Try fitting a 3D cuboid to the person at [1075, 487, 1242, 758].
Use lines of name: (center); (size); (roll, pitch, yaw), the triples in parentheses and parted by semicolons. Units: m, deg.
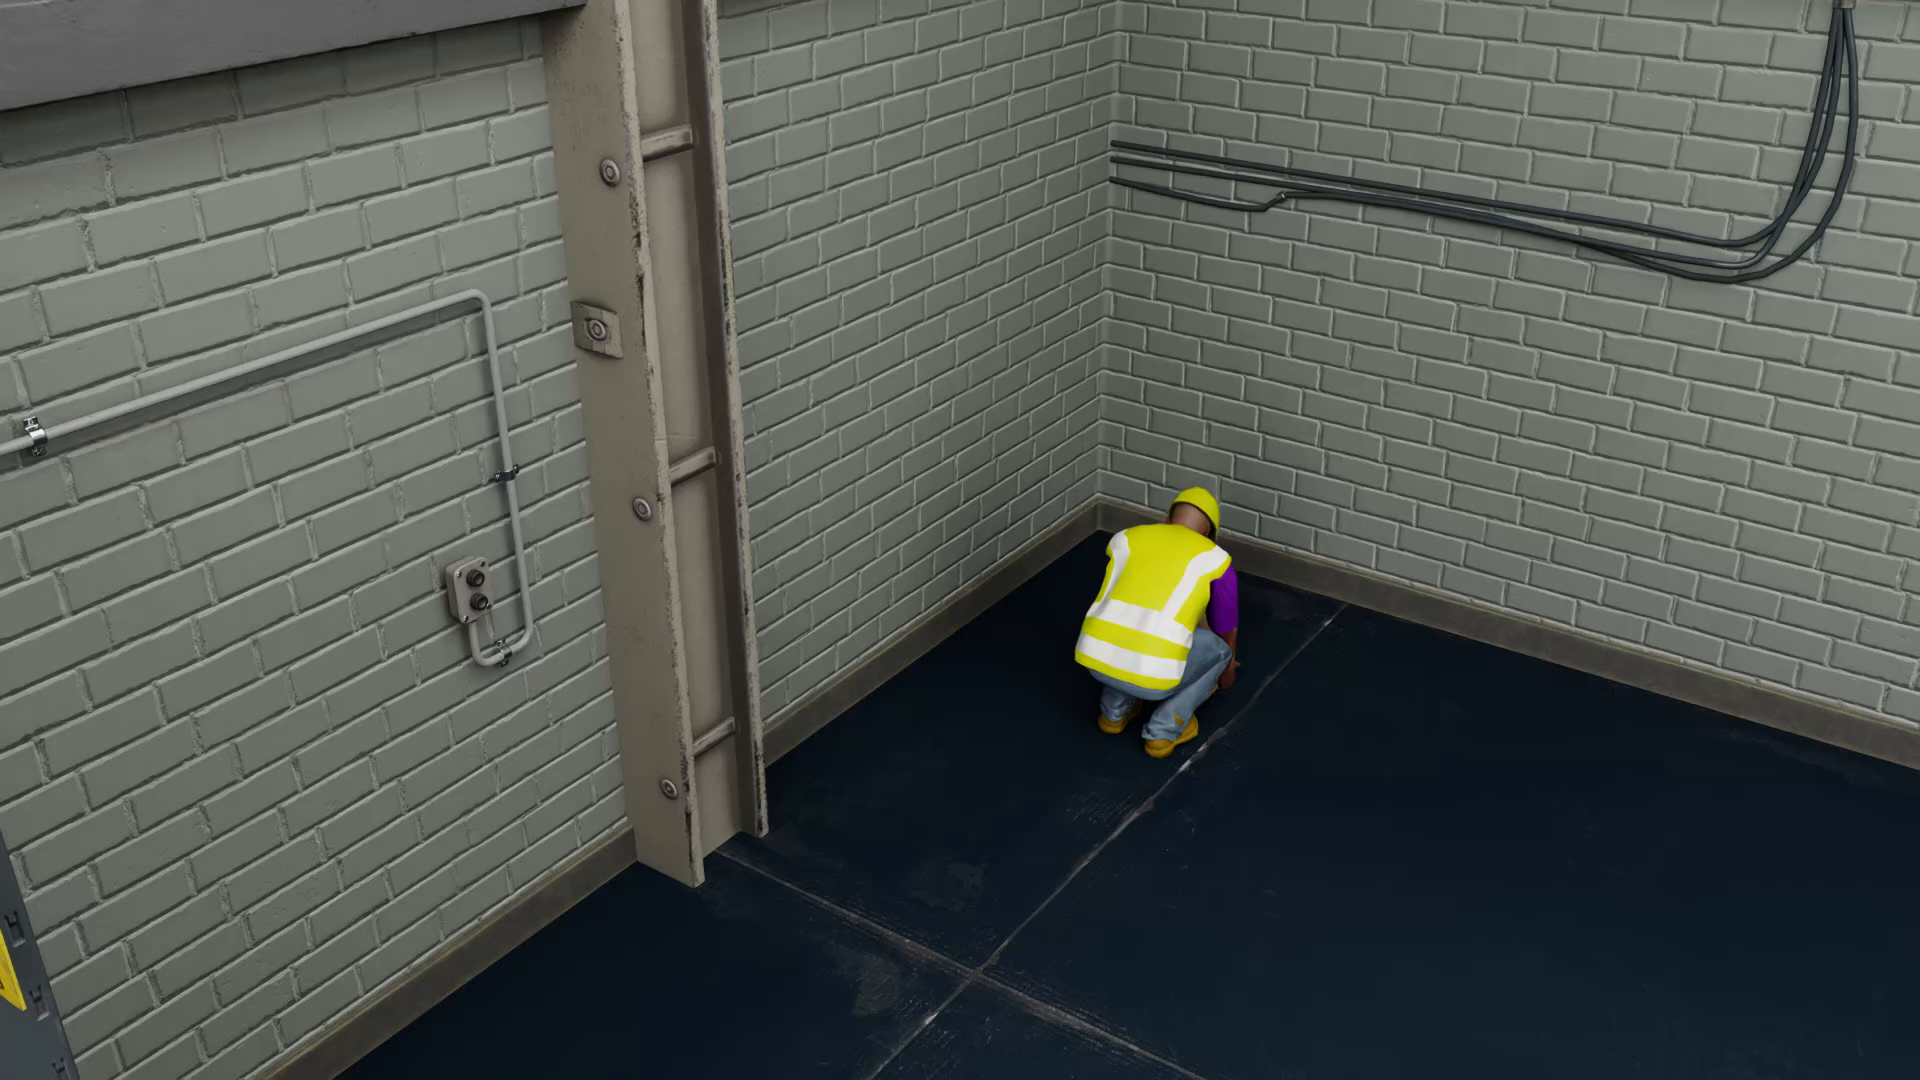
person: (0.775, 0.332, 6.514); (0.558, 0.892, 0.896); (17, 31, 30)
